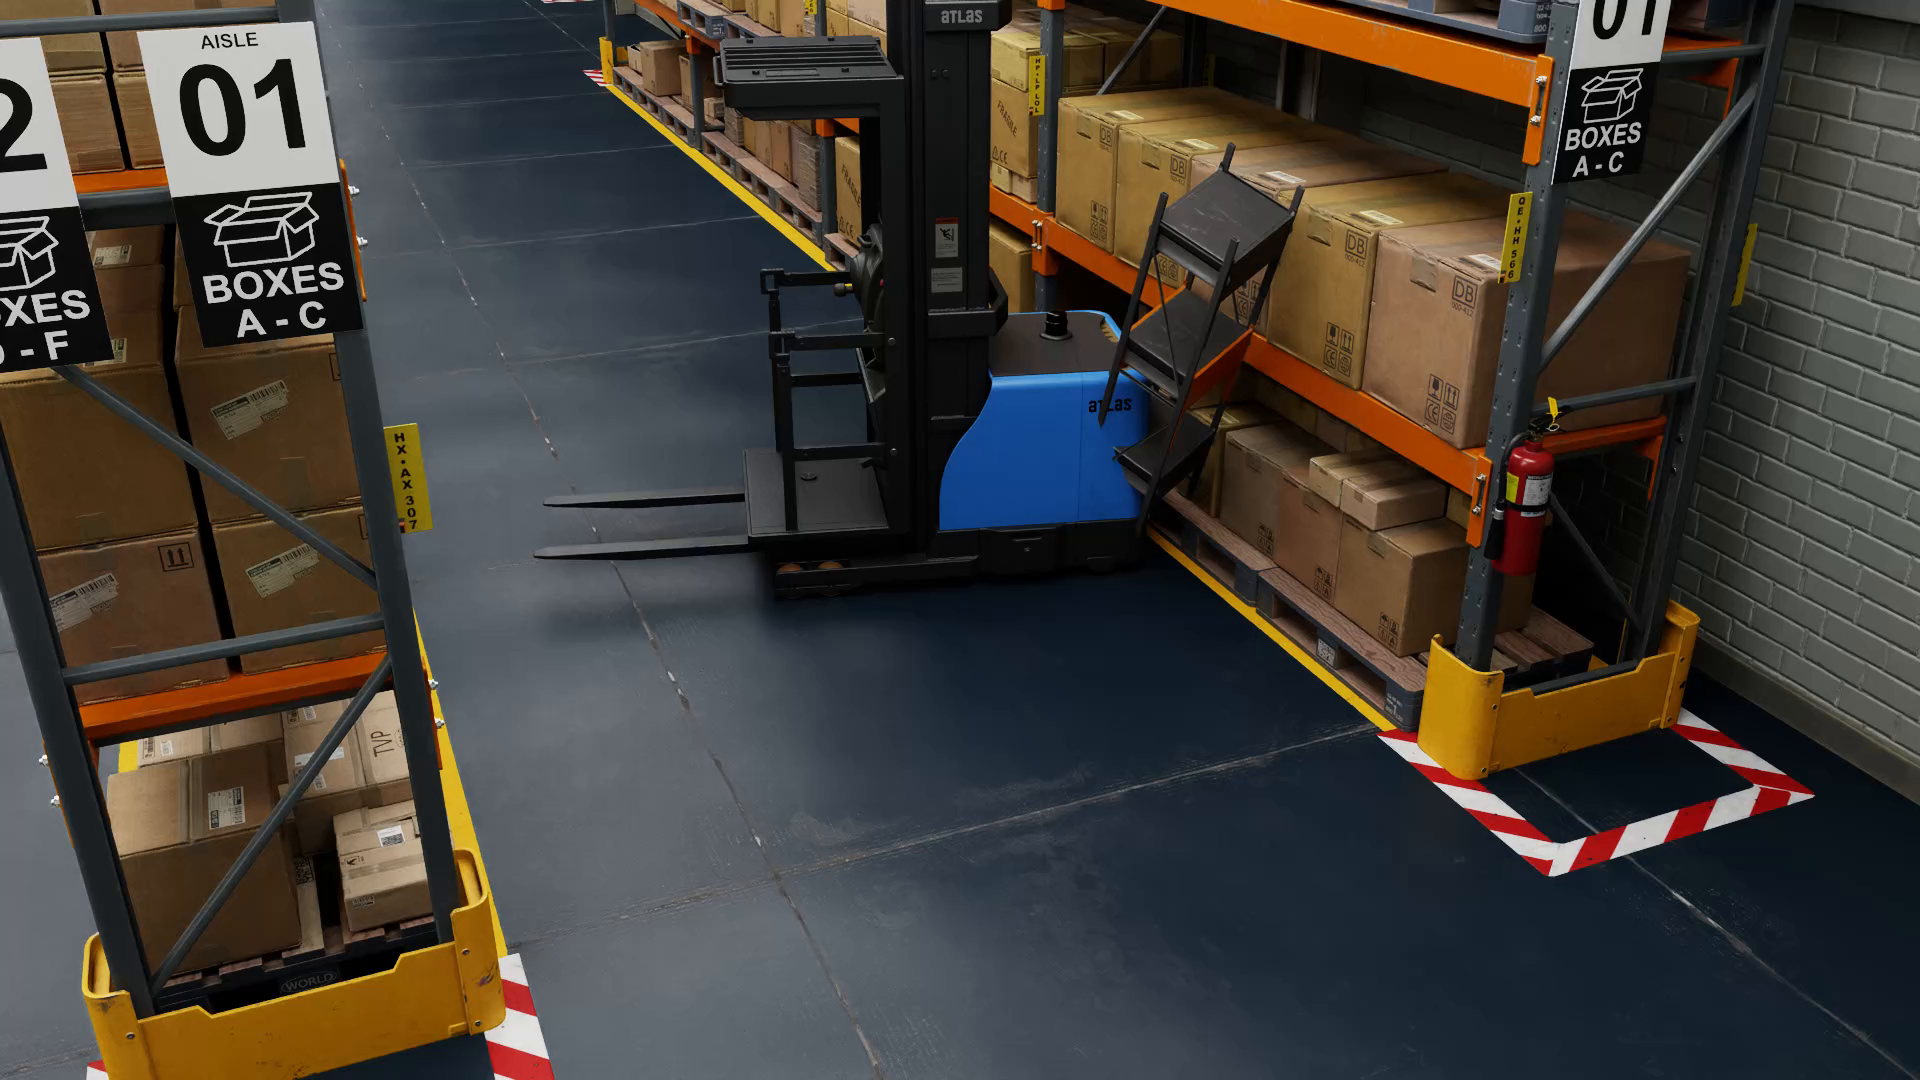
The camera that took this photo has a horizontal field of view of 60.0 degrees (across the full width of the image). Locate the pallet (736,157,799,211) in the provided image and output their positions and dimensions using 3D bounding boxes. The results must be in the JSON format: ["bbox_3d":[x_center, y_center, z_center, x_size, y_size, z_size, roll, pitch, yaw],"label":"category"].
[{"bbox_3d":[-1.415,-3.325,15.320,1.003,0.211,1.213,-11,28,-21],"label":"pallet"}]

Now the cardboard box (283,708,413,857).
[{"bbox_3d":[-2.208,0.879,6.163,0.500,0.250,0.500,-11,28,-21],"label":"cardboard box"}]

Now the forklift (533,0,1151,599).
[{"bbox_3d":[-0.623,-1.277,8.025,3.031,2.935,1.130,-4,26,-8],"label":"forklift"}]

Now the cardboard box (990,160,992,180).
[{"bbox_3d":[0.356,-2.350,10.408,0.380,0.149,0.250,-10,28,-19],"label":"cardboard box"}]

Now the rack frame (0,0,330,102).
[{"bbox_3d":[-2.060,-2.385,3.377,1.000,3.000,0.127,-11,28,-21],"label":"rack frame"}]

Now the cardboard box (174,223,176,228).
[{"bbox_3d":[-3.499,-1.351,6.845,0.500,0.500,0.500,-11,28,-22],"label":"cardboard box"}]

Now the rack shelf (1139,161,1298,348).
[{"bbox_3d":[1.101,-1.242,7.239,0.431,0.518,0.480,38,56,19],"label":"rack shelf"}]

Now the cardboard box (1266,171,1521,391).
[{"bbox_3d":[1.992,-1.172,7.390,0.980,0.700,0.700,-11,28,-21],"label":"cardboard box"}]

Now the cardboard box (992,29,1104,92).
[{"bbox_3d":[0.511,-2.825,9.787,0.500,0.250,0.500,-10,28,-19],"label":"cardboard box"}]

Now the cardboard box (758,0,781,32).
[{"bbox_3d":[-1.338,-4.701,14.344,0.700,0.500,0.500,-11,28,-21],"label":"cardboard box"}]

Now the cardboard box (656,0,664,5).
[{"bbox_3d":[-2.855,-5.669,17.090,0.500,0.250,0.500,-10,28,-20],"label":"cardboard box"}]

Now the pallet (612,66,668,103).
[{"bbox_3d":[-3.454,-5.383,19.534,1.003,0.211,1.213,-11,28,-21],"label":"pallet"}]

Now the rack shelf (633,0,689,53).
[{"bbox_3d":[-2.987,-5.870,18.173,1.077,0.370,4.000,-11,28,-21],"label":"rack shelf"}]

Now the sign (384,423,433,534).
[{"bbox_3d":[-1.561,-0.171,4.695,0.100,0.325,0.005,-11,28,-21],"label":"sign"}]

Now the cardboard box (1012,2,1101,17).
[{"bbox_3d":[0.577,-3.323,10.806,0.500,0.250,0.500,-12,28,-22],"label":"cardboard box"}]

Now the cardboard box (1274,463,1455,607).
[{"bbox_3d":[1.934,-0.074,7.854,0.700,0.500,0.500,-11,28,-21],"label":"cardboard box"}]

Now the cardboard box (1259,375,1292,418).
[{"bbox_3d":[1.766,-0.761,8.522,0.380,0.149,0.250,-11,28,-22],"label":"cardboard box"}]

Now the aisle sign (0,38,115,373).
[{"bbox_3d":[-2.316,-0.777,3.959,0.394,0.787,0.004,-11,28,-21],"label":"aisle sign"}]

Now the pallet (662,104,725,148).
[{"bbox_3d":[-2.499,-4.398,17.517,1.003,0.211,1.213,-11,28,-21],"label":"pallet"}]

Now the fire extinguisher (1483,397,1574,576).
[{"bbox_3d":[2.131,-0.199,6.252,0.296,0.674,0.183,-11,28,-21],"label":"fire extinguisher"}]

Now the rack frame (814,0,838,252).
[{"bbox_3d":[-0.637,-3.771,13.055,1.000,3.000,0.127,-11,28,-21],"label":"rack frame"}]

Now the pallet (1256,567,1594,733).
[{"bbox_3d":[2.111,0.402,7.685,1.003,0.211,1.213,-11,28,-21],"label":"pallet"}]

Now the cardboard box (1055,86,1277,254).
[{"bbox_3d":[1.127,-2.069,9.227,0.980,0.700,0.700,-10,28,-20],"label":"cardboard box"}]

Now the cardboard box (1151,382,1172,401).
[{"bbox_3d":[1.322,-0.699,9.133,0.700,0.500,0.500,-11,28,-21],"label":"cardboard box"}]

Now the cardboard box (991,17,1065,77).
[{"bbox_3d":[0.320,-3.033,10.213,0.500,0.250,0.500,-10,28,-19],"label":"cardboard box"}]

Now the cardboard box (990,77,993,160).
[{"bbox_3d":[0.308,-2.691,10.367,0.500,0.500,0.500,-10,28,-20],"label":"cardboard box"}]

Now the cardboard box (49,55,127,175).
[{"bbox_3d":[-2.504,-1.131,4.400,0.500,0.250,0.500,-11,28,-21],"label":"cardboard box"}]

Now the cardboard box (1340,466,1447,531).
[{"bbox_3d":[1.912,-0.184,7.340,0.380,0.149,0.250,-11,28,-21],"label":"cardboard box"}]

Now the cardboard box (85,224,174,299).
[{"bbox_3d":[-2.894,-0.728,5.568,0.500,0.500,0.500,-10,28,-19],"label":"cardboard box"}]

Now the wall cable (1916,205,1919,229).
[{"bbox_3d":[3.868,-0.643,5.491,0.084,1.984,1.851,-11,28,-21],"label":"wall cable"}]

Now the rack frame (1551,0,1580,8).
[{"bbox_3d":[2.496,-3.237,5.124,1.000,3.000,0.127,-11,28,-21],"label":"rack frame"}]

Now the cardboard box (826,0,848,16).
[{"bbox_3d":[-0.685,-4.056,12.309,0.500,0.250,0.500,-10,28,-19],"label":"cardboard box"}]

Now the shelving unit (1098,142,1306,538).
[{"bbox_3d":[1.018,-0.825,7.779,0.431,2.100,0.503,38,56,19],"label":"shelving unit"}]

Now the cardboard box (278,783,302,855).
[{"bbox_3d":[-2.576,1.031,5.948,0.380,0.166,0.250,-11,28,-21],"label":"cardboard box"}]

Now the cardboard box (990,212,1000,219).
[{"bbox_3d":[0.205,-1.977,11.352,0.750,0.750,0.750,-10,28,-19],"label":"cardboard box"}]

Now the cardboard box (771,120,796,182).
[{"bbox_3d":[-1.282,-3.551,14.951,0.700,0.500,0.500,-11,28,-21],"label":"cardboard box"}]

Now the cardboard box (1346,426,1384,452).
[{"bbox_3d":[2.066,-0.453,7.890,0.380,0.149,0.250,-10,28,-20],"label":"cardboard box"}]

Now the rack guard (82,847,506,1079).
[{"bbox_3d":[-2.090,1.404,5.305,1.175,0.500,0.348,-11,28,-21],"label":"rack guard"}]

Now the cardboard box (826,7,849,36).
[{"bbox_3d":[-0.682,-3.718,12.471,0.500,0.500,0.500,-10,28,-19],"label":"cardboard box"}]

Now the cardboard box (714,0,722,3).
[{"bbox_3d":[-2.035,-5.417,15.811,0.700,0.500,0.500,-10,28,-20],"label":"cardboard box"}]

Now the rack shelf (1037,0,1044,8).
[{"bbox_3d":[0.146,-3.988,10.901,1.077,0.370,4.000,-11,28,-21],"label":"rack shelf"}]

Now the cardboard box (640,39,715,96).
[{"bbox_3d":[-3.117,-5.245,18.422,0.700,0.500,0.500,-12,29,-24],"label":"cardboard box"}]

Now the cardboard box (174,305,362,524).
[{"bbox_3d":[-1.992,-0.407,4.912,0.500,0.500,0.500,-10,28,-19],"label":"cardboard box"}]

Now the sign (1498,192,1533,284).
[{"bbox_3d":[1.991,-1.080,5.954,0.100,0.325,0.005,-11,28,-21],"label":"sign"}]

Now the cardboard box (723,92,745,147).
[{"bbox_3d":[-1.900,-4.166,16.211,0.700,0.500,0.500,-10,28,-19],"label":"cardboard box"}]
